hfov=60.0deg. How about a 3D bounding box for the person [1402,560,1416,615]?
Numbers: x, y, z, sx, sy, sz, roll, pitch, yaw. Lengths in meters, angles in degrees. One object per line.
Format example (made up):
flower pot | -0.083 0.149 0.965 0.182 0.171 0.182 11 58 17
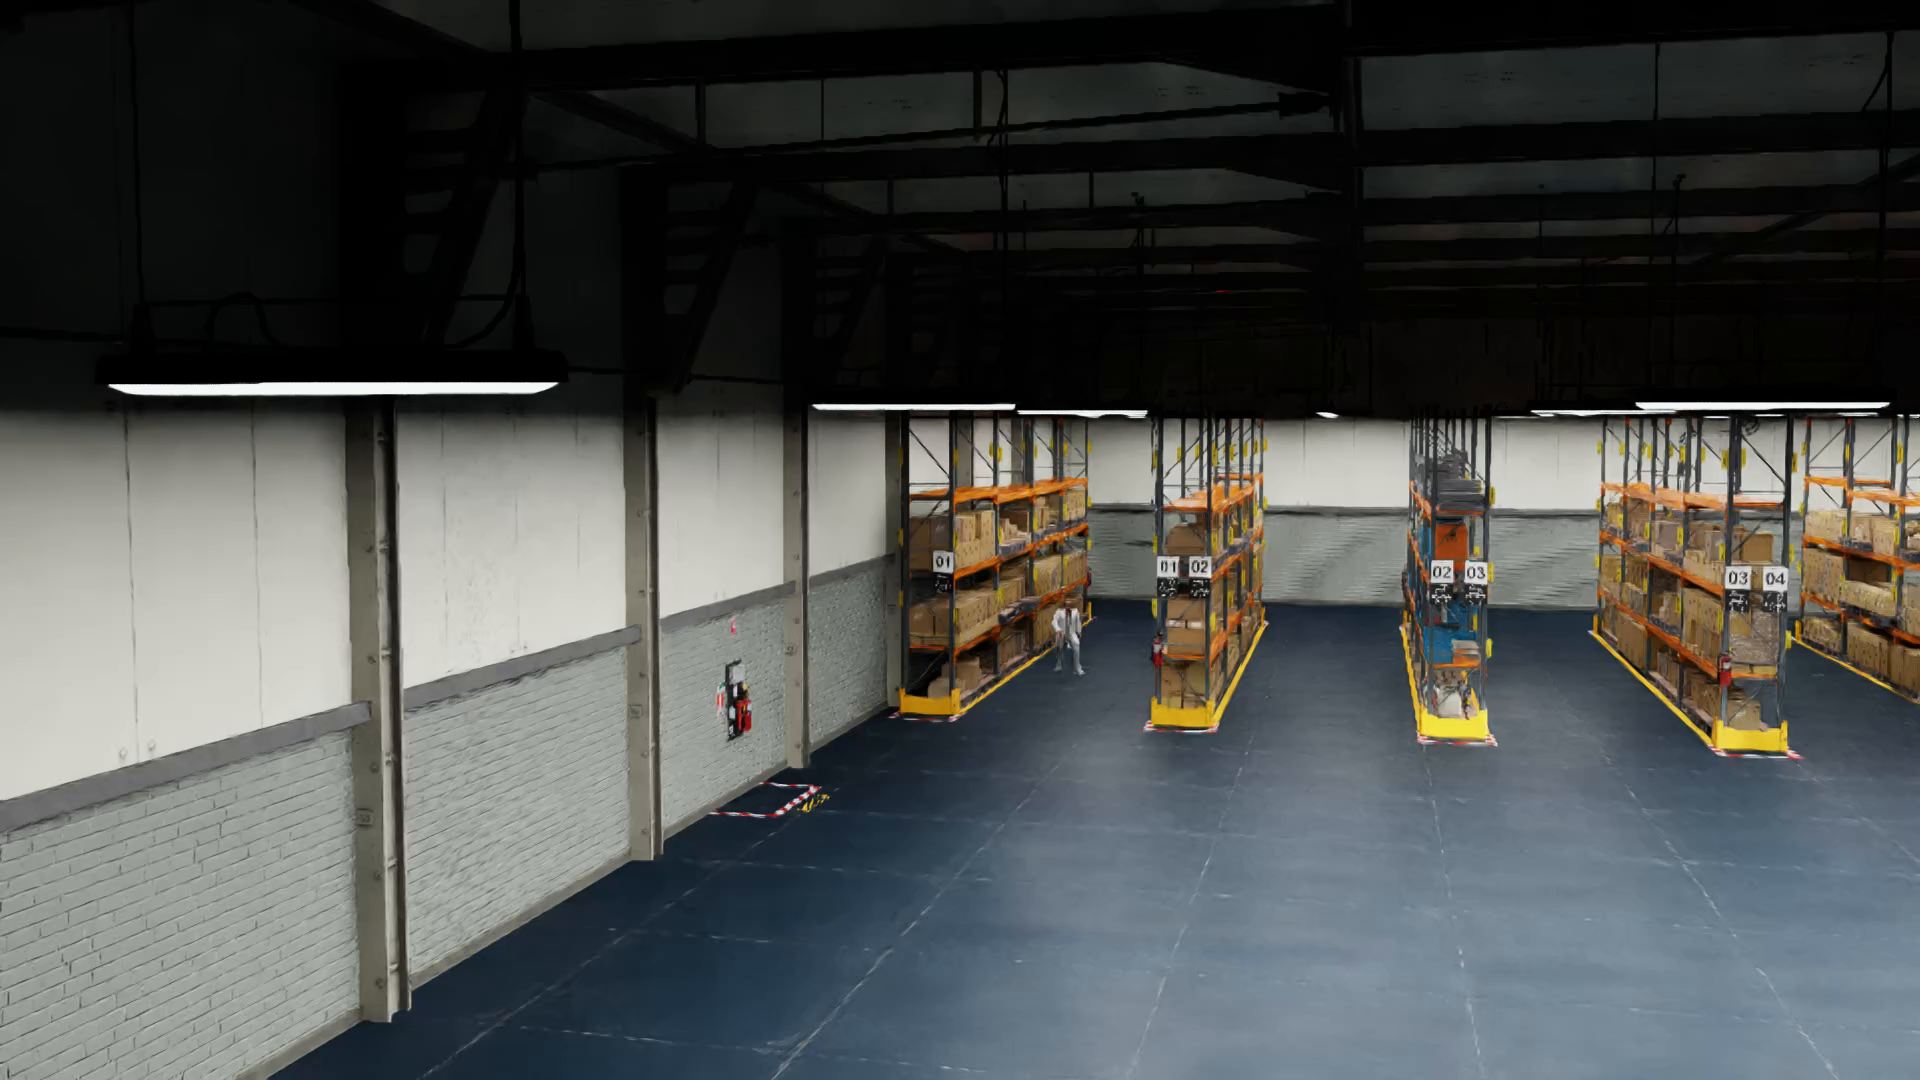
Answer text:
person | 12.889 1.446 47.360 0.575 1.771 0.626 -3 5 -40

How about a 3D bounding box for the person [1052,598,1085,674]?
person | 2.419 2.156 37.622 0.717 1.713 0.901 0 4 -3
